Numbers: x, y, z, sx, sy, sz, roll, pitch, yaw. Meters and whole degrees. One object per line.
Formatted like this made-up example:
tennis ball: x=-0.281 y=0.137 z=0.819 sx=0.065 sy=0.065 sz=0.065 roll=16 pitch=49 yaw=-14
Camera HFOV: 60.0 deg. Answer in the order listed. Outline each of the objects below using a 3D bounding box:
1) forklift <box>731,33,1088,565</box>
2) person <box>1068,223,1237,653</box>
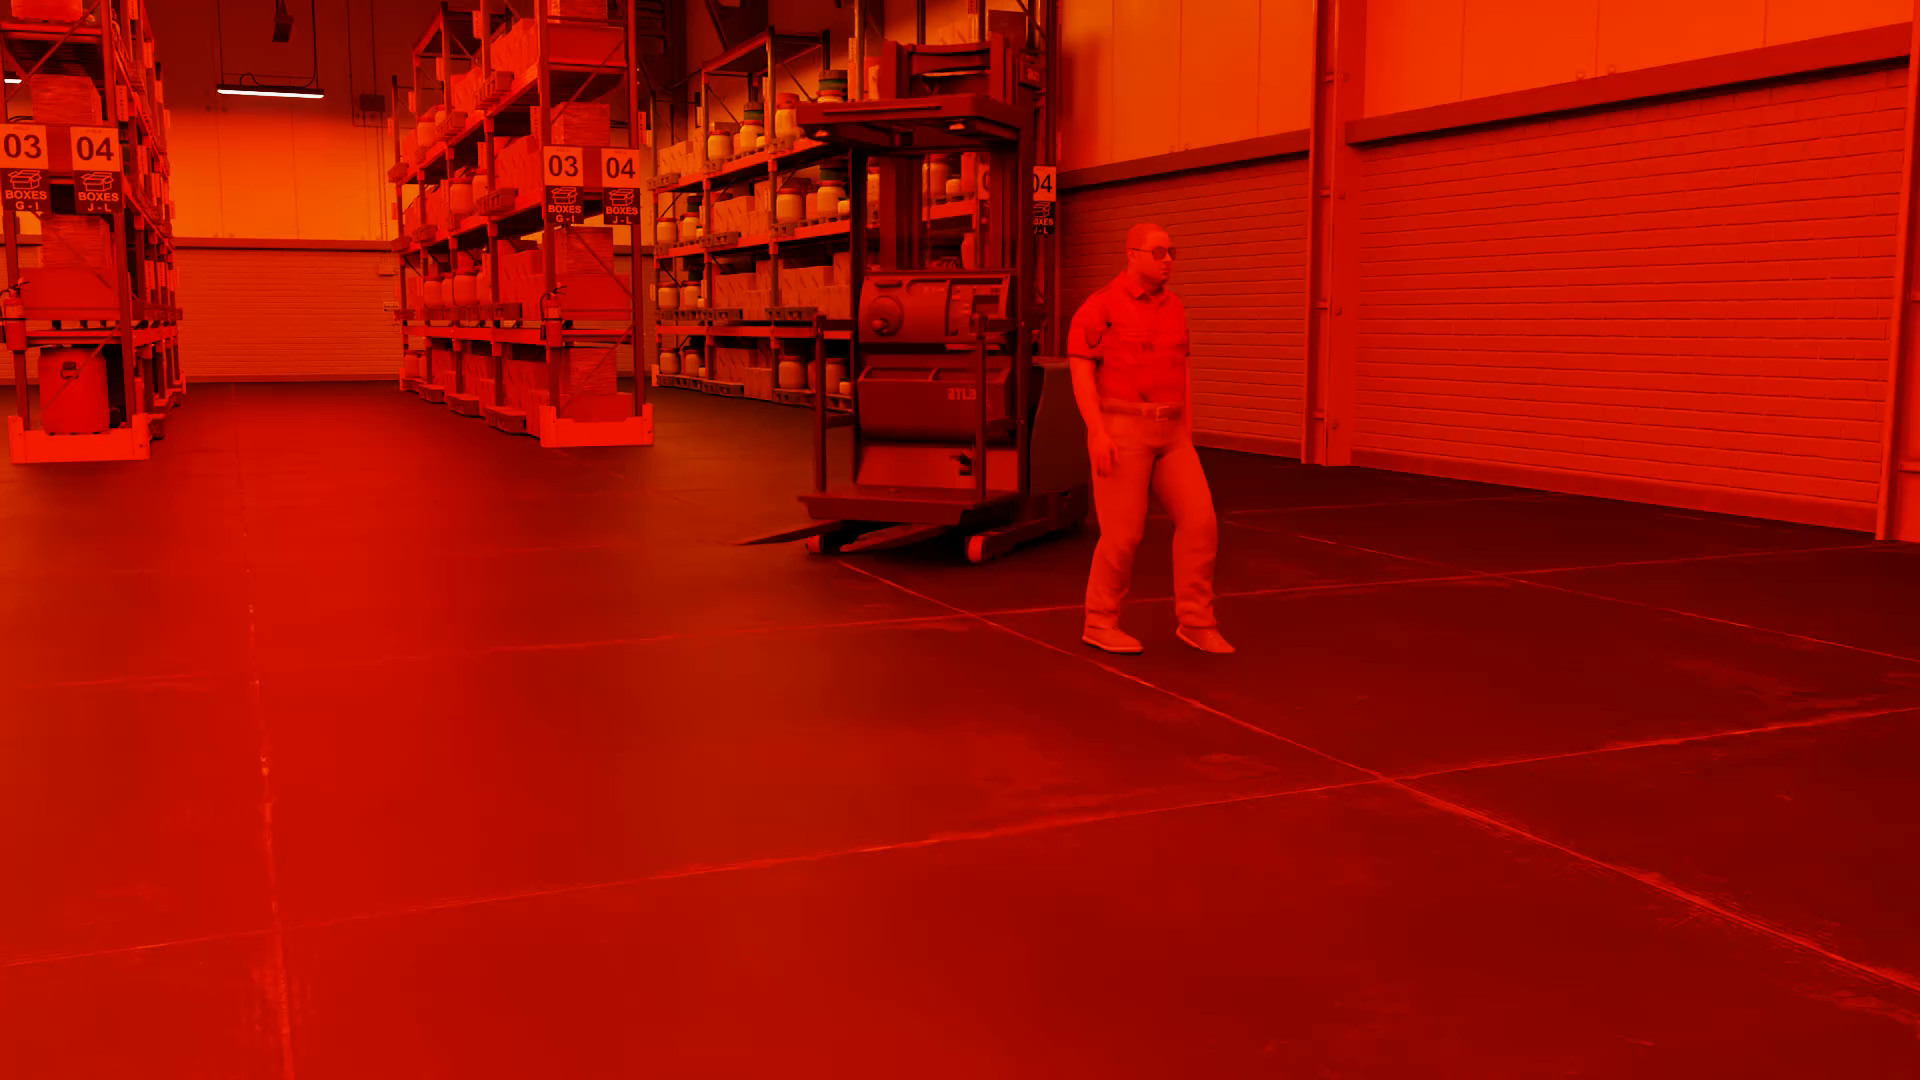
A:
forklift: x=-0.233 y=-1.378 z=9.390 sx=1.130 sy=2.935 sz=3.031 roll=3 pitch=8 yaw=23
person: x=0.770 y=-0.366 z=6.646 sx=0.627 sy=1.779 sz=0.531 roll=-5 pitch=9 yaw=-33
